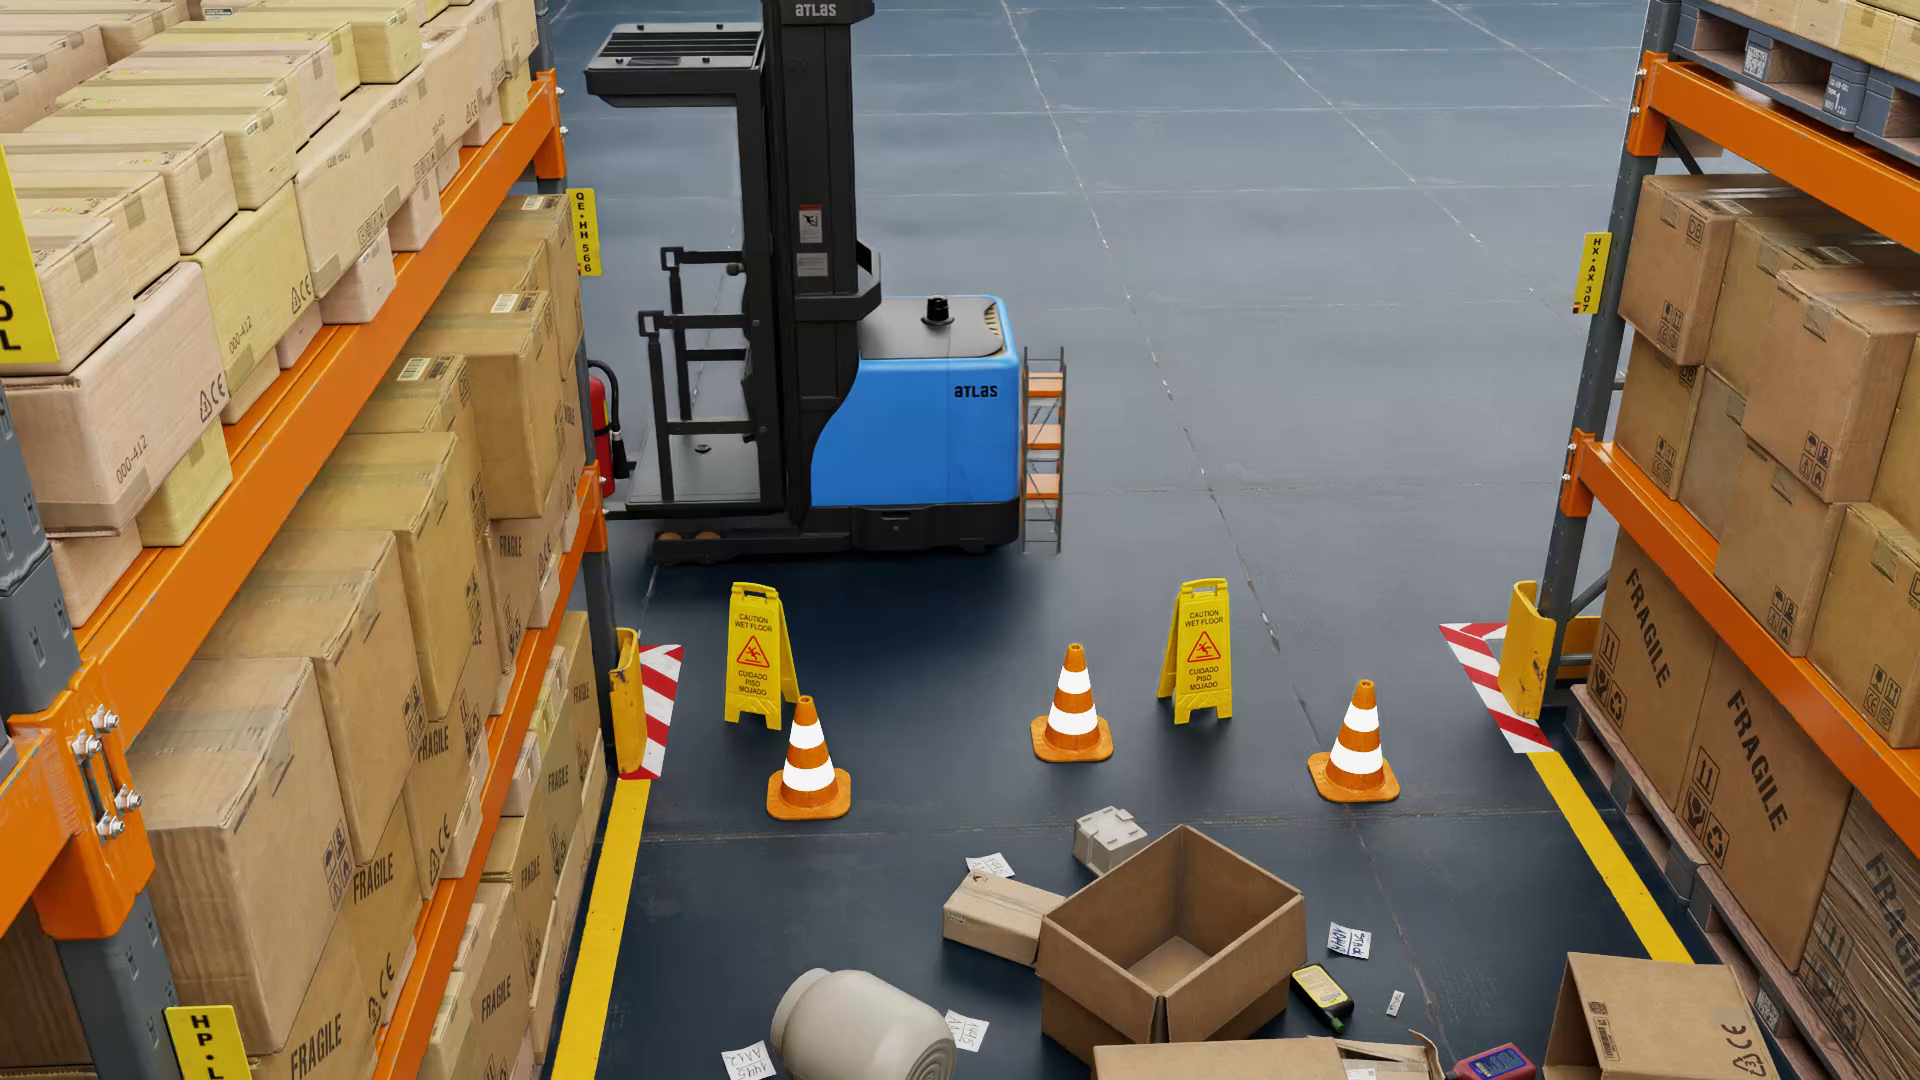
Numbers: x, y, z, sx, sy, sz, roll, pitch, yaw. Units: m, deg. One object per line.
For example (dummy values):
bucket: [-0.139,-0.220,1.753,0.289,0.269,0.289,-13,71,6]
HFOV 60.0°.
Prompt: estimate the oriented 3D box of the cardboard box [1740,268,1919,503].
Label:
cardboard box: [3.009,-0.487,5.111,0.875,0.550,0.550,-1,28,-3]

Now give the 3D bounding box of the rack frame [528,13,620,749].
rack frame: [-1.924,-0.462,6.392,1.000,3.000,0.127,-1,28,-3]

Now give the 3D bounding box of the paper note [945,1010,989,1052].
paper note: [0.007,1.644,5.577,0.148,0.019,0.142,8,29,15]

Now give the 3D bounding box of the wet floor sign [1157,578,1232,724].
wet floor sign: [1.035,0.450,7.189,0.267,0.644,0.232,-6,28,-11]

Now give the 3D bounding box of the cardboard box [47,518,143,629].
cardboard box: [-1.485,0.015,2.505,0.380,0.149,0.250,-2,28,-3]

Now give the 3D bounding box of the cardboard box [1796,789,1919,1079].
cardboard box: [3.209,1.267,4.921,0.875,0.875,0.875,-1,28,-2]

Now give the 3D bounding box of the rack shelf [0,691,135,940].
rack shelf: [-1.611,1.298,0.552,1.077,0.370,4.000,-1,28,-3]

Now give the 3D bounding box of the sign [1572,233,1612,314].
sign: [2.459,-1.036,6.472,0.100,0.325,0.005,-1,28,-3]

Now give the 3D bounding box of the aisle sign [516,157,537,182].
aisle sign: [-1.638,-1.650,5.859,0.394,0.787,0.004,-1,28,-3]

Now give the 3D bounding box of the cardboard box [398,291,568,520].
cardboard box: [-1.531,-0.384,4.731,0.700,0.500,0.500,-2,28,-3]

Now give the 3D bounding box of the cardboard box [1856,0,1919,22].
cardboard box: [2.837,-1.557,4.527,0.500,0.250,0.500,-2,28,-3]

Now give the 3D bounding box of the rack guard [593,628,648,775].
rack guard: [-1.920,0.682,6.903,1.175,0.500,0.348,-1,28,-3]

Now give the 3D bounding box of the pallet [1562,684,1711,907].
pallet: [3.133,0.976,6.651,1.003,0.211,1.213,-1,28,-3]

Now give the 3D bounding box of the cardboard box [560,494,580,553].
cardboard box: [-1.567,-0.069,5.909,0.380,0.149,0.250,-2,28,-3]

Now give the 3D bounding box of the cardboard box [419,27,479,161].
cardboard box: [-1.572,-1.156,4.319,0.500,0.250,0.500,-1,28,-1]

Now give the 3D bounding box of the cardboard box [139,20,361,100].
cardboard box: [-1.570,-1.056,3.697,0.380,0.149,0.250,-1,28,-2]

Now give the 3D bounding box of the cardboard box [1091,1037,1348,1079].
cardboard box: [0.753,1.767,4.672,0.797,0.637,0.503,-1,28,-3]

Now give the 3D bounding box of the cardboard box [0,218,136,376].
cardboard box: [-1.406,-0.340,2.324,0.380,0.149,0.250,-2,28,-4]

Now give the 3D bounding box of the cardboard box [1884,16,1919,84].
cardboard box: [2.777,-1.328,4.519,0.380,0.149,0.250,-2,28,-3]

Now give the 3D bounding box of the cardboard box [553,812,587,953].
cardboard box: [-1.594,1.177,5.768,0.500,0.250,0.500,-1,28,-2]

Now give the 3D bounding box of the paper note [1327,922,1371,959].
paper note: [1.398,1.435,5.967,0.144,0.017,0.142,8,29,15]

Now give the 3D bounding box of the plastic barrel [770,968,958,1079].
plastic barrel: [-0.305,1.598,5.229,0.512,0.421,0.421,19,33,32]

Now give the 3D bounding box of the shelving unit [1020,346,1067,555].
shelving unit: [0.420,-0.449,8.475,0.215,1.050,0.252,0,28,0]

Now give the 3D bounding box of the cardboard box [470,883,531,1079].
cardboard box: [-1.542,1.320,4.683,0.500,0.500,0.500,0,28,0]

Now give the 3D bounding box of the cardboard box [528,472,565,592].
cardboard box: [-1.599,-0.163,5.388,0.500,0.500,0.500,-1,28,-3]

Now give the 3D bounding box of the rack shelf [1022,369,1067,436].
rack shelf: [0.421,-0.691,8.349,0.215,0.259,0.240,0,28,0]

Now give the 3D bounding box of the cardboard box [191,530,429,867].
cardboard box: [-1.527,0.321,3.380,0.700,0.500,0.500,-1,28,-2]

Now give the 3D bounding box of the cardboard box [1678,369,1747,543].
cardboard box: [3.129,-0.271,5.863,0.875,0.550,0.550,-1,28,-3]

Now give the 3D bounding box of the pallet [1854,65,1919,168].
pallet: [3.129,-1.012,4.298,1.003,0.211,1.213,-1,28,-3]

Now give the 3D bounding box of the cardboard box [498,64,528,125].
cardboard box: [-1.581,-1.408,5.234,0.380,0.149,0.250,-1,28,-2]

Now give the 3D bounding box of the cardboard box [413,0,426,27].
cardboard box: [-1.638,-1.416,4.387,0.380,0.149,0.250,-1,28,-3]

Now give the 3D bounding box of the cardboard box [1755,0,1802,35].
cardboard box: [2.738,-1.678,5.189,0.380,0.149,0.250,-1,28,-2]

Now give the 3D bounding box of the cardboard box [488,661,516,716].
cardboard box: [-1.555,0.406,4.999,0.380,0.149,0.250,-2,28,-3]

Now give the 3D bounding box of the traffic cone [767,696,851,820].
traffic cone: [-0.614,0.830,6.657,0.336,0.463,0.334,-1,28,-3]

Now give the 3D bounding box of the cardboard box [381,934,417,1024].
cardboard box: [-1.499,0.991,3.878,0.380,0.149,0.250,-1,28,-1]

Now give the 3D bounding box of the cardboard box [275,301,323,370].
cardboard box: [-1.544,-0.457,3.411,0.380,0.149,0.250,-2,28,-4]

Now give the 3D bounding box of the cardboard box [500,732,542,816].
cardboard box: [-1.514,0.721,5.132,0.380,0.149,0.250,0,28,0]

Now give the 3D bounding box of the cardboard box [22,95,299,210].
cardboard box: [-1.441,-0.704,3.021,0.380,0.149,0.250,-2,28,-3]

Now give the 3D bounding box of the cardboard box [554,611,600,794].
cardboard box: [-1.622,0.602,6.060,0.500,0.500,0.500,-1,28,-2]

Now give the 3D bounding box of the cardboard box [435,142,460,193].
cardboard box: [-1.594,-1.052,4.552,0.380,0.149,0.250,-2,28,-3]

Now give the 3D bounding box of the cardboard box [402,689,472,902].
cardboard box: [-1.523,0.536,4.049,0.500,0.500,0.500,-2,28,-3]

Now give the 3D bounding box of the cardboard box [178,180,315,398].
cardboard box: [-1.501,-0.458,2.981,0.500,0.250,0.500,-2,28,-3]

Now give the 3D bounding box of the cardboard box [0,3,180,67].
cardboard box: [-2.061,-1.161,3.899,0.380,0.149,0.250,-1,28,-2]

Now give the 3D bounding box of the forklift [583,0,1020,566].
forklift: [-1.229,-1.419,8.302,3.031,2.935,1.130,-1,28,-3]

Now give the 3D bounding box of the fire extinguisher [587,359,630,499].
fire extinguisher: [-1.470,-0.492,6.532,0.296,0.674,0.183,-1,28,-3]

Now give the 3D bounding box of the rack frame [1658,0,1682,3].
rack frame: [3.014,-3.288,5.323,1.000,3.000,0.127,-1,28,-3]

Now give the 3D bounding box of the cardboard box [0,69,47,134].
cardboard box: [-2.020,-0.809,3.222,0.380,0.149,0.250,-2,28,-4]

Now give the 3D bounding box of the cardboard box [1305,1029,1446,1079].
cardboard box: [1.293,1.682,5.238,0.396,0.266,0.258,3,28,6]
